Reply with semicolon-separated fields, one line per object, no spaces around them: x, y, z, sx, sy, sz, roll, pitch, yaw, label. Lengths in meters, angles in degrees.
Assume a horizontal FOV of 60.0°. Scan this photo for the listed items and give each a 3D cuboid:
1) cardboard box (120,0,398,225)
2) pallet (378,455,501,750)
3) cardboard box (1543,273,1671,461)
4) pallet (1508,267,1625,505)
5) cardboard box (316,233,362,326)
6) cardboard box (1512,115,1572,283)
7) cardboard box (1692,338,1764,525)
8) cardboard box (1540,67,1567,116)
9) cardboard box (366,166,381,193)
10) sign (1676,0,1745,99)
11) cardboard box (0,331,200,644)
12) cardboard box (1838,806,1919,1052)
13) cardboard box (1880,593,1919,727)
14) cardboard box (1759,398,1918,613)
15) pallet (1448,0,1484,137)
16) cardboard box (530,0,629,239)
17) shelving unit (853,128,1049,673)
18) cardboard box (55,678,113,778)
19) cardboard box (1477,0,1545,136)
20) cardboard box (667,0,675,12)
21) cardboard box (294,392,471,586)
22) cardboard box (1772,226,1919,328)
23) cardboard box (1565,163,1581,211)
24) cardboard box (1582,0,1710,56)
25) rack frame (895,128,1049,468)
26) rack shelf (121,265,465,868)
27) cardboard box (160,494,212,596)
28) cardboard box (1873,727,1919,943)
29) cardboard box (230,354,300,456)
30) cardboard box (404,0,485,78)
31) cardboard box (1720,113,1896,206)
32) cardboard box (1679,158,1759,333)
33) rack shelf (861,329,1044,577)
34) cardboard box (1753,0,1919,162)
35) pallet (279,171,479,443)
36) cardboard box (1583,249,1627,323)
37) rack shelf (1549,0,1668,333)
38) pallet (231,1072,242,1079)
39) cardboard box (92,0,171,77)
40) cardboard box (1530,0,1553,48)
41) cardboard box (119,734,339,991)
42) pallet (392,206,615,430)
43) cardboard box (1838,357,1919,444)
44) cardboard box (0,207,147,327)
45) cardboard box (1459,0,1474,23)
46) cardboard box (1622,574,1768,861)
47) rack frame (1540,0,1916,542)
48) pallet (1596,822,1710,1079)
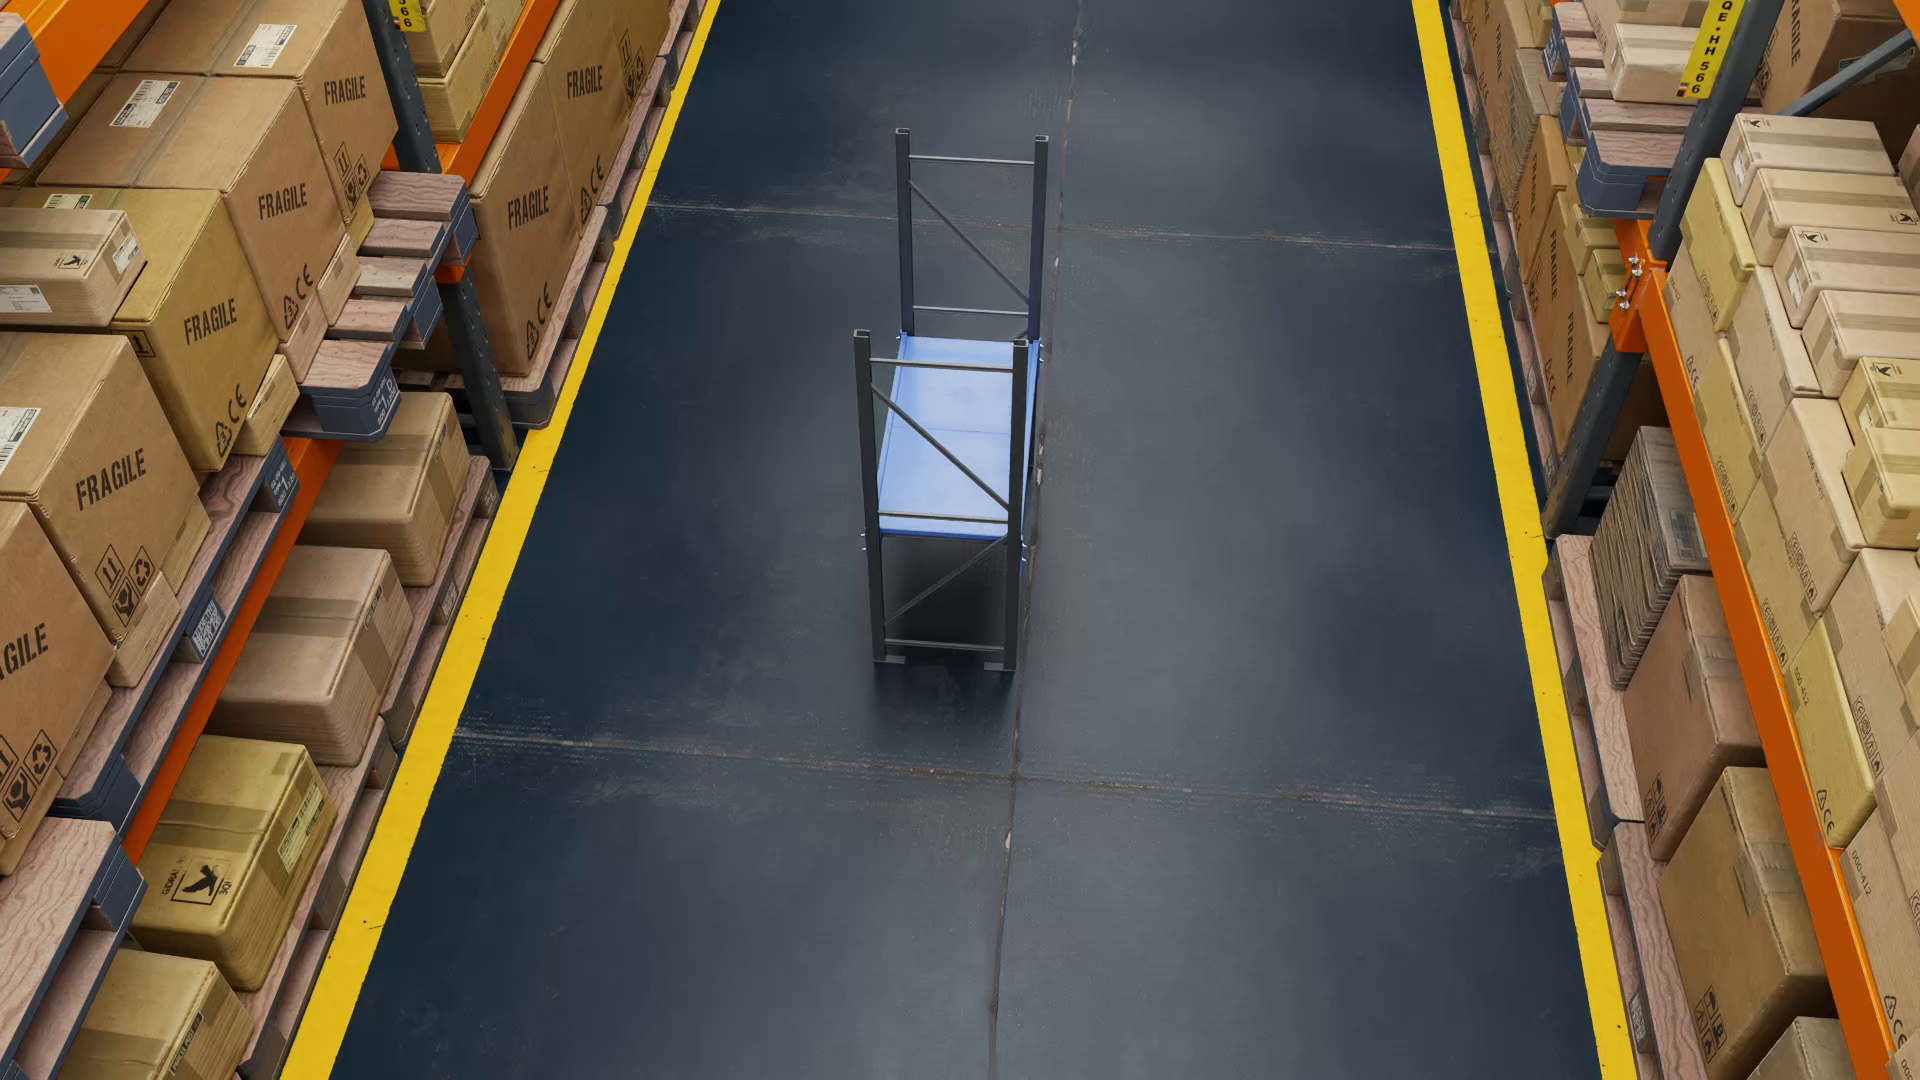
-2.007;-1.275;4.829;0.500;0.500;0.500;3;48;2;cardboard box
-2.316;0.164;5.957;1.003;0.211;1.213;4;48;4;pallet
2.525;-0.644;6.215;0.500;0.500;0.500;5;48;5;cardboard box
2.806;-0.625;6.679;1.003;0.211;1.213;4;48;4;pallet
-1.969;-0.762;4.800;0.380;0.149;0.250;4;48;3;cardboard box
2.626;-1.396;6.903;0.500;0.500;0.500;6;48;5;cardboard box
2.366;-0.291;4.585;0.500;0.250;0.500;3;48;3;cardboard box
2.642;-1.890;6.916;0.380;0.149;0.250;2;48;2;cardboard box
-2.038;-1.152;5.156;0.380;0.149;0.250;5;48;5;cardboard box
2.159;-1.414;4.780;0.100;0.325;0.005;4;48;4;sign
-2.139;-0.122;3.775;0.500;0.500;0.500;2;48;2;cardboard box
2.237;0.849;3.542;0.500;0.250;0.500;4;48;4;cardboard box
2.180;0.259;3.473;0.380;0.149;0.250;3;48;2;cardboard box
2.304;-0.078;4.051;0.500;0.250;0.500;3;48;3;cardboard box
3.029;-2.418;8.319;1.003;0.211;1.213;4;48;4;pallet
-2.012;-1.933;7.141;0.875;0.875;0.875;4;48;4;cardboard box
-0.008;-0.443;5.639;0.538;1.500;1.048;4;48;4;shelving unit
-2.172;0.382;3.754;0.380;0.149;0.250;4;48;4;cardboard box
2.708;-2.159;7.601;0.500;0.500;0.500;3;48;2;cardboard box
-1.855;-3.255;8.349;0.875;0.875;0.875;5;48;5;cardboard box
-2.304;-0.192;5.889;0.950;0.372;0.625;1;48;1;cardboard box
2.357;-0.672;4.324;0.380;0.149;0.250;5;48;5;cardboard box
2.555;-1.311;6.386;0.380;0.149;0.250;2;48;2;cardboard box
2.474;-1.909;5.780;0.500;0.250;0.500;2;48;2;cardboard box
0.039;-0.817;5.981;0.500;1.500;0.032;4;48;4;rack frame
-2.425;0.361;4.375;1.077;0.370;4.000;4;48;4;rack shelf
-2.101;-0.008;4.110;0.380;0.149;0.250;2;48;2;cardboard box
2.218;0.669;3.368;0.500;0.250;0.500;5;48;4;cardboard box
-2.011;-0.374;4.445;0.380;0.149;0.250;5;48;4;cardboard box
-1.951;-1.825;5.650;0.500;0.250;0.500;4;48;3;cardboard box
2.378;-1.059;4.678;0.380;0.149;0.250;5;48;5;cardboard box
2.392;-0.831;4.740;0.500;0.250;0.500;4;48;3;cardboard box
-0.008;-0.322;5.772;0.538;0.185;1.000;4;48;4;rack shelf
2.903;-1.564;5.295;0.500;0.500;0.500;6;48;5;cardboard box
-2.202;-0.756;5.039;1.213;0.211;1.003;4;48;4;pallet
2.493;-0.917;6.026;0.380;0.149;0.250;2;48;2;cardboard box
2.883;-2.247;6.760;1.077;0.370;4.000;4;48;4;rack shelf
-2.538;1.957;4.317;1.003;0.211;1.213;4;48;4;pallet
-2.514;-1.312;4.864;0.500;0.500;0.500;3;48;2;cardboard box
2.711;-2.267;7.261;0.380;0.149;0.250;5;48;5;cardboard box
-2.438;0.908;4.883;0.950;0.372;0.625;5;48;5;cardboard box
-2.096;-0.985;7.008;1.003;0.211;1.213;4;48;4;pallet
2.353;-0.292;3.977;0.380;0.149;0.250;4;48;4;cardboard box
-2.111;-0.625;3.796;0.380;0.149;0.250;2;48;2;cardboard box
2.797;-2.918;8.295;0.500;0.500;0.500;6;48;5;cardboard box
2.578;0.577;5.014;0.875;0.625;0.625;5;48;5;cardboard box
2.701;-1.021;5.151;1.000;3.000;0.127;4;48;4;rack frame
2.473;1.417;4.811;1.003;0.211;1.213;4;48;4;pallet
